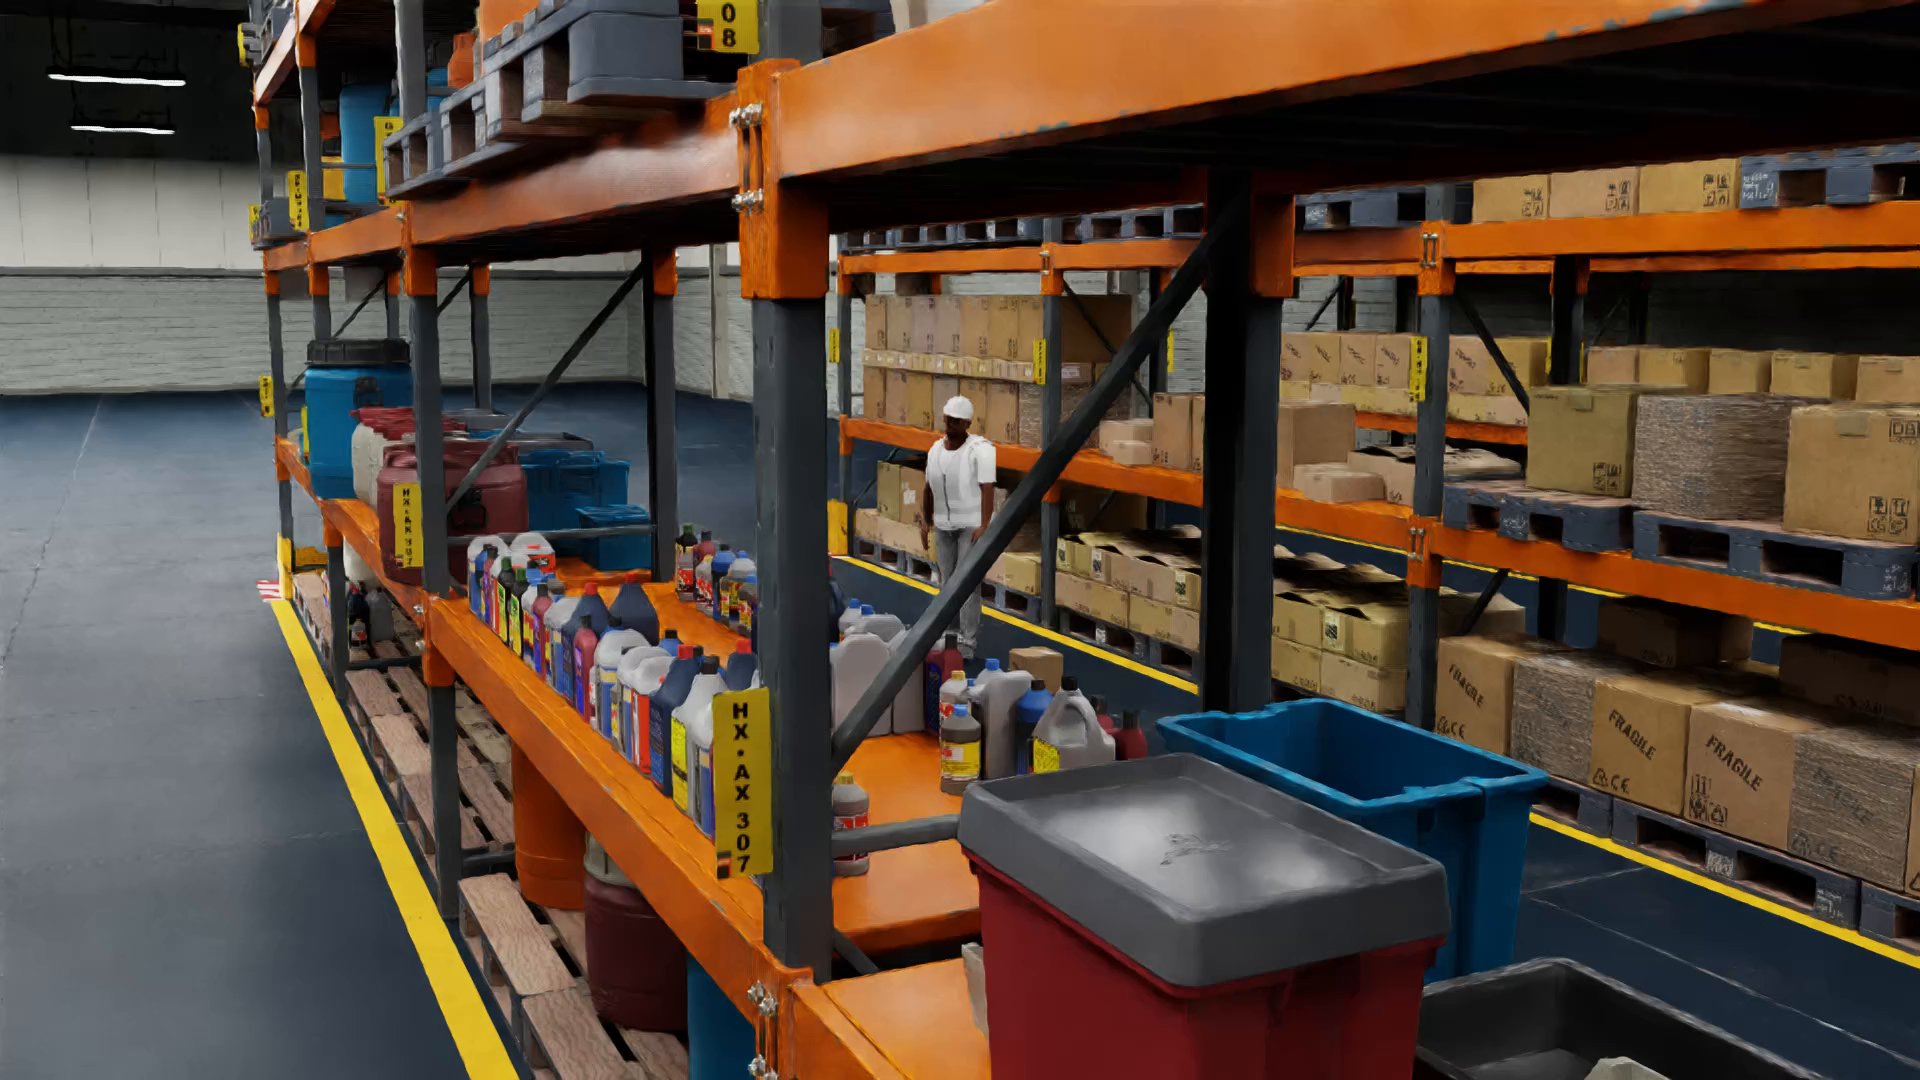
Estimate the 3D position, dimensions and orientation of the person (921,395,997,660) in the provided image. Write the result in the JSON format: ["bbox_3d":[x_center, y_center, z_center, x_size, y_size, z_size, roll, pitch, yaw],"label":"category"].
[{"bbox_3d":[-0.072,-0.082,11.149,0.650,1.768,0.521,7,11,39],"label":"person"}]
